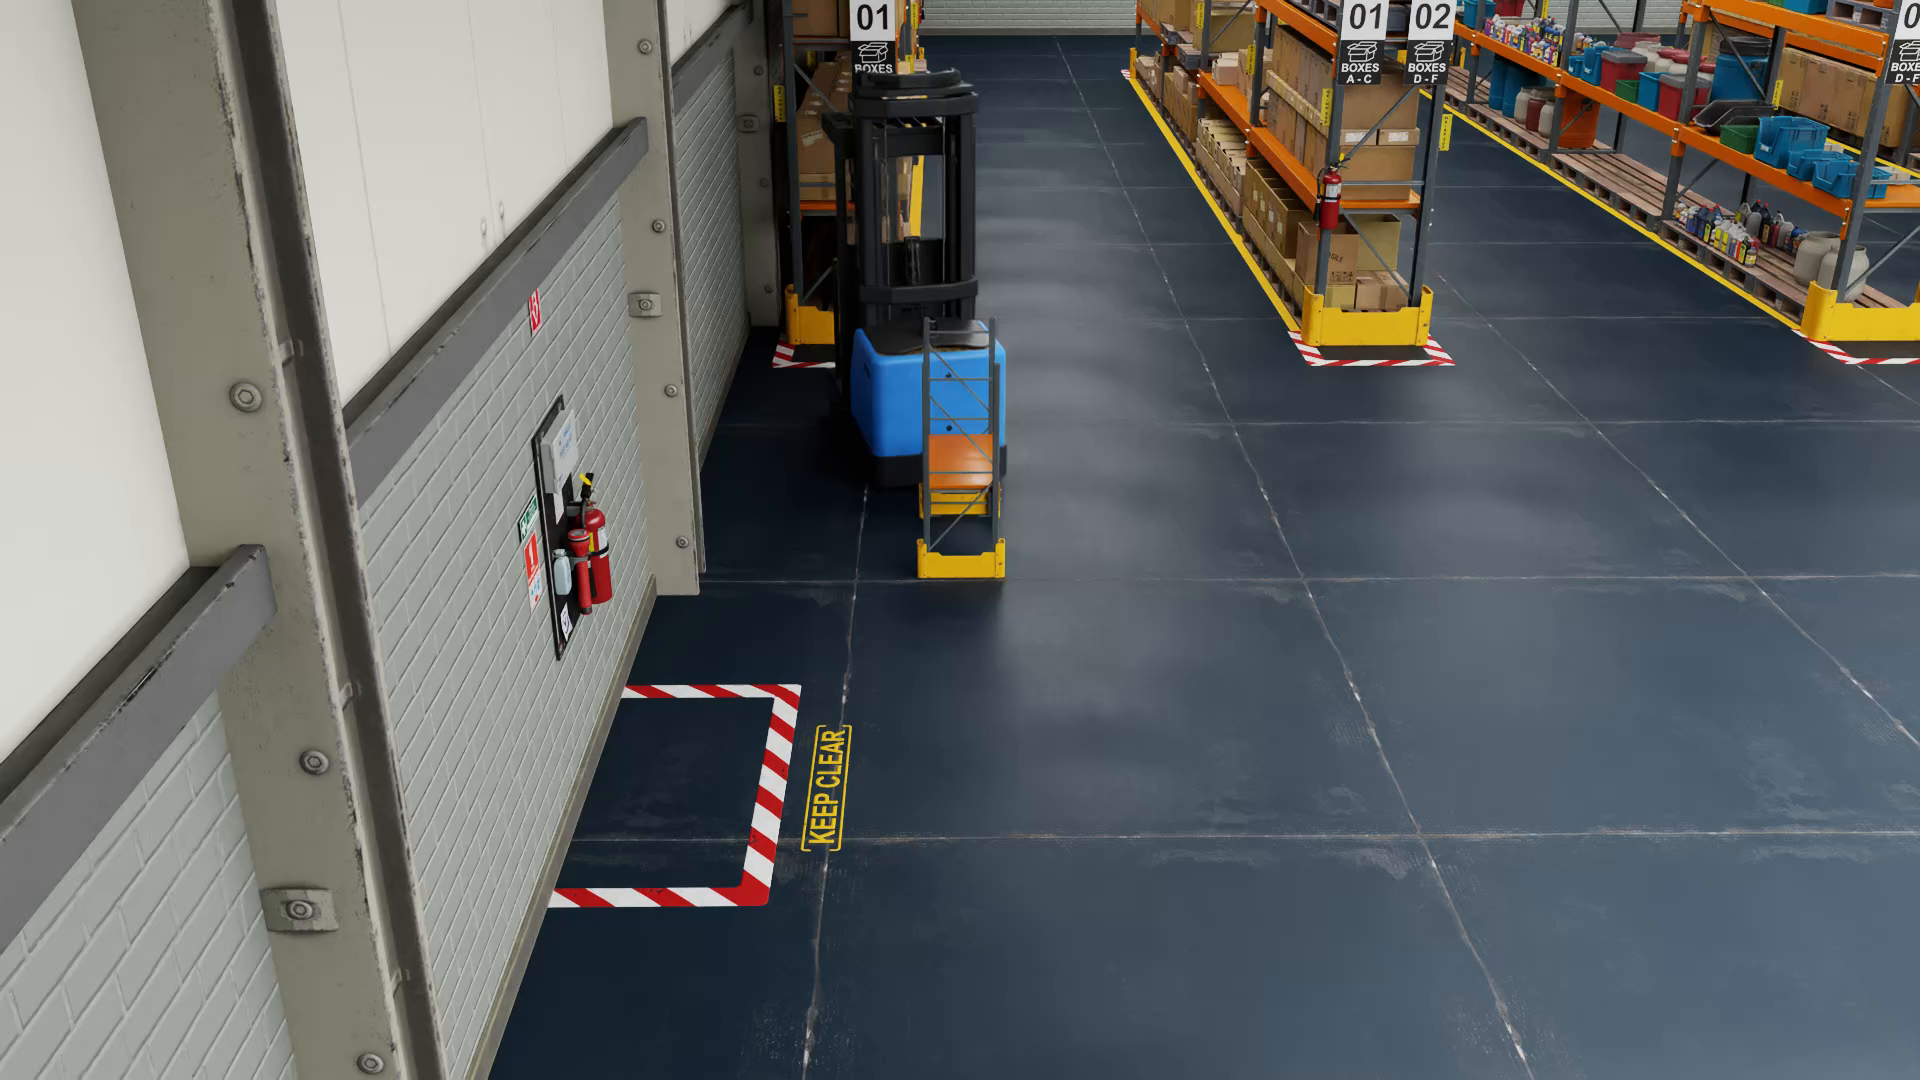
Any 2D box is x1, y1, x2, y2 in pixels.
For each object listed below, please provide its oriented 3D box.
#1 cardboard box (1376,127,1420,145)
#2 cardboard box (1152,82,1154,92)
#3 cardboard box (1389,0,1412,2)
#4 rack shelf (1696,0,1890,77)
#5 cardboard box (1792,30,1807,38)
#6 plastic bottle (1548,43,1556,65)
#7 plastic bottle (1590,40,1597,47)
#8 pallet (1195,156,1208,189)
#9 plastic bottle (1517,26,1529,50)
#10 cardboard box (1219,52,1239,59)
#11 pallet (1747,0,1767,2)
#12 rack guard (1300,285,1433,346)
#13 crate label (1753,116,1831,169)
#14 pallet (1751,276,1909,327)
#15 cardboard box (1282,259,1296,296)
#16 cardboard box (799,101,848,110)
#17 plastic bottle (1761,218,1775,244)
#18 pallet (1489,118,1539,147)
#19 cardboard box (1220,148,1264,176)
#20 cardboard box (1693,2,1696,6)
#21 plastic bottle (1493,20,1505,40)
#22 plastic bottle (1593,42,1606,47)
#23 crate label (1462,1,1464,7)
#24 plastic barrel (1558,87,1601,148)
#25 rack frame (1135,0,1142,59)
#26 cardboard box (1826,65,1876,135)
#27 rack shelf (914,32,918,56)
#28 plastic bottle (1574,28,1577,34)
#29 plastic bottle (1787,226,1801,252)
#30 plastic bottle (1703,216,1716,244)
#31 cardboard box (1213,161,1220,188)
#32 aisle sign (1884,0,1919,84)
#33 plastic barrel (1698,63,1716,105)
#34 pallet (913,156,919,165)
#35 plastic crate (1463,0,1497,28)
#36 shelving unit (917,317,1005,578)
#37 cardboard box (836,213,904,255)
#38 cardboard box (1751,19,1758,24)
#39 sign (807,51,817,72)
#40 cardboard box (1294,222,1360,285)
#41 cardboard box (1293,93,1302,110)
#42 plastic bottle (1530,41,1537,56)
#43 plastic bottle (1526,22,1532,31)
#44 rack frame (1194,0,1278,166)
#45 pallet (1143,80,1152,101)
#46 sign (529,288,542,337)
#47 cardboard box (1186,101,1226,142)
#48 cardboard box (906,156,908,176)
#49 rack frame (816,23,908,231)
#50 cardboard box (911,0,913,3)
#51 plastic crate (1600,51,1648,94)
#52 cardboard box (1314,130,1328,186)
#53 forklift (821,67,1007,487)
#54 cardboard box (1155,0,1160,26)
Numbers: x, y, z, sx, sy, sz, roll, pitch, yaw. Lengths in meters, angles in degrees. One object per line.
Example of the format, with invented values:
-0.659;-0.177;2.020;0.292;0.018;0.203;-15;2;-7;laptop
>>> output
4.091;-3.802;15.608;0.380;0.149;0.250;0;24;-1;cardboard box
3.396;-7.532;27.690;0.380;0.149;0.250;0;24;-1;cardboard box
3.878;-5.204;15.171;0.797;0.503;0.637;1;24;3;cardboard box
8.812;-5.182;16.801;1.077;0.370;4.000;0;24;-1;rack shelf
13.410;-8.141;25.988;0.500;0.500;0.500;0;24;0;cardboard box
8.313;-6.822;23.336;0.061;0.283;0.133;0;24;-1;plastic bottle
9.025;-6.975;23.688;0.097;0.271;0.097;0;24;0;plastic bottle
3.763;-4.985;22.515;1.003;0.211;1.213;0;24;-1;pallet
8.339;-7.426;24.588;0.144;0.351;0.185;0;24;-1;plastic bottle
3.753;-6.404;22.378;0.500;0.311;0.500;1;24;3;cardboard box
8.895;-5.951;17.857;1.213;0.211;1.003;0;24;-1;pallet
3.881;-2.149;15.896;1.175;0.500;0.348;0;24;-1;rack guard
8.543;-4.092;17.115;0.502;0.435;0.616;0;24;-1;crate label
8.782;-2.414;16.832;1.003;0.211;1.213;0;24;-1;pallet
3.562;-2.662;16.824;0.500;0.250;0.500;0;24;-1;cardboard box
-1.286;-3.958;16.108;0.500;0.500;0.500;0;24;0;cardboard box
8.988;-3.443;18.484;0.061;0.283;0.133;0;24;-1;plastic bottle
8.686;-6.171;25.138;1.003;0.211;1.213;0;24;-1;pallet
3.531;-4.726;20.706;0.500;0.311;0.500;0;24;-1;cardboard box
13.290;-9.566;29.566;0.380;0.149;0.250;-1;24;-1;cardboard box
8.331;-7.864;25.648;0.152;0.276;0.135;0;24;-1;plastic bottle
9.060;-6.929;23.582;0.152;0.276;0.135;0;24;-1;plastic bottle
8.865;-9.250;28.809;0.396;0.136;0.243;0;24;-1;crate label
8.724;-6.019;23.543;0.600;0.830;0.708;0;24;-1;plastic barrel
3.706;-9.891;29.980;1.000;3.000;0.127;0;24;-1;rack frame
13.710;-6.513;24.579;1.225;0.875;0.875;0;24;0;cardboard box
-1.182;-7.067;24.609;1.077;0.370;4.000;0;24;-1;rack shelf
9.052;-7.410;24.554;0.144;0.351;0.185;0;24;-1;plastic bottle
9.118;-3.291;18.163;0.097;0.271;0.097;0;24;0;plastic bottle
8.346;-3.450;18.499;0.061;0.283;0.133;1;24;2;plastic bottle
3.528;-4.683;21.292;0.500;0.250;0.500;0;24;1;cardboard box
8.537;-4.472;14.844;0.394;0.787;0.004;0;24;-1;aisle sign
8.999;-5.424;19.939;0.433;0.535;0.433;0;24;0;plastic barrel
-1.093;-5.626;23.932;1.003;0.211;1.213;0;24;-1;pallet
8.356;-8.475;26.794;0.392;0.384;0.575;0;24;-1;plastic crate
0.001;-0.652;11.371;0.587;1.500;1.083;0;24;-1;shelving unit
-0.955;-3.159;17.594;0.700;0.500;0.500;-2;24;-4;cardboard box
13.316;-8.613;27.460;0.380;0.149;0.250;0;24;0;cardboard box
-1.672;-5.446;18.747;0.100;0.325;0.005;0;24;-1;sign
3.577;-2.798;16.214;0.500;0.500;0.500;0;24;-1;cardboard box
3.666;-4.538;17.235;0.380;0.149;0.250;0;24;-1;cardboard box
8.322;-7.113;24.079;0.097;0.201;0.097;0;24;0;plastic bottle
8.906;-8.004;26.048;0.097;0.201;0.097;0;24;0;plastic bottle
3.793;-6.595;22.691;1.000;3.000;0.127;0;24;-1;rack frame
3.727;-7.759;28.650;1.003;0.211;1.213;0;24;-1;pallet
-1.991;-1.121;7.775;0.001;0.298;0.199;0;24;-1;sign
3.548;-6.041;23.965;0.500;0.500;0.500;1;24;2;cardboard box
-0.780;-3.842;16.762;0.500;0.250;0.500;-1;24;-1;cardboard box
-1.117;-4.923;18.994;1.000;3.000;0.127;0;24;-1;rack frame
-0.908;-7.303;22.840;0.500;0.250;0.500;0;24;1;cardboard box
8.458;-5.977;21.249;0.402;0.464;0.583;0;24;-1;plastic crate
3.878;-3.753;16.286;0.700;0.500;0.500;0;24;1;cardboard box
-0.475;-2.311;13.303;1.130;2.935;3.031;-5;25;-12;forklift
3.480;-8.706;27.238;0.500;0.500;0.500;0;24;1;cardboard box
